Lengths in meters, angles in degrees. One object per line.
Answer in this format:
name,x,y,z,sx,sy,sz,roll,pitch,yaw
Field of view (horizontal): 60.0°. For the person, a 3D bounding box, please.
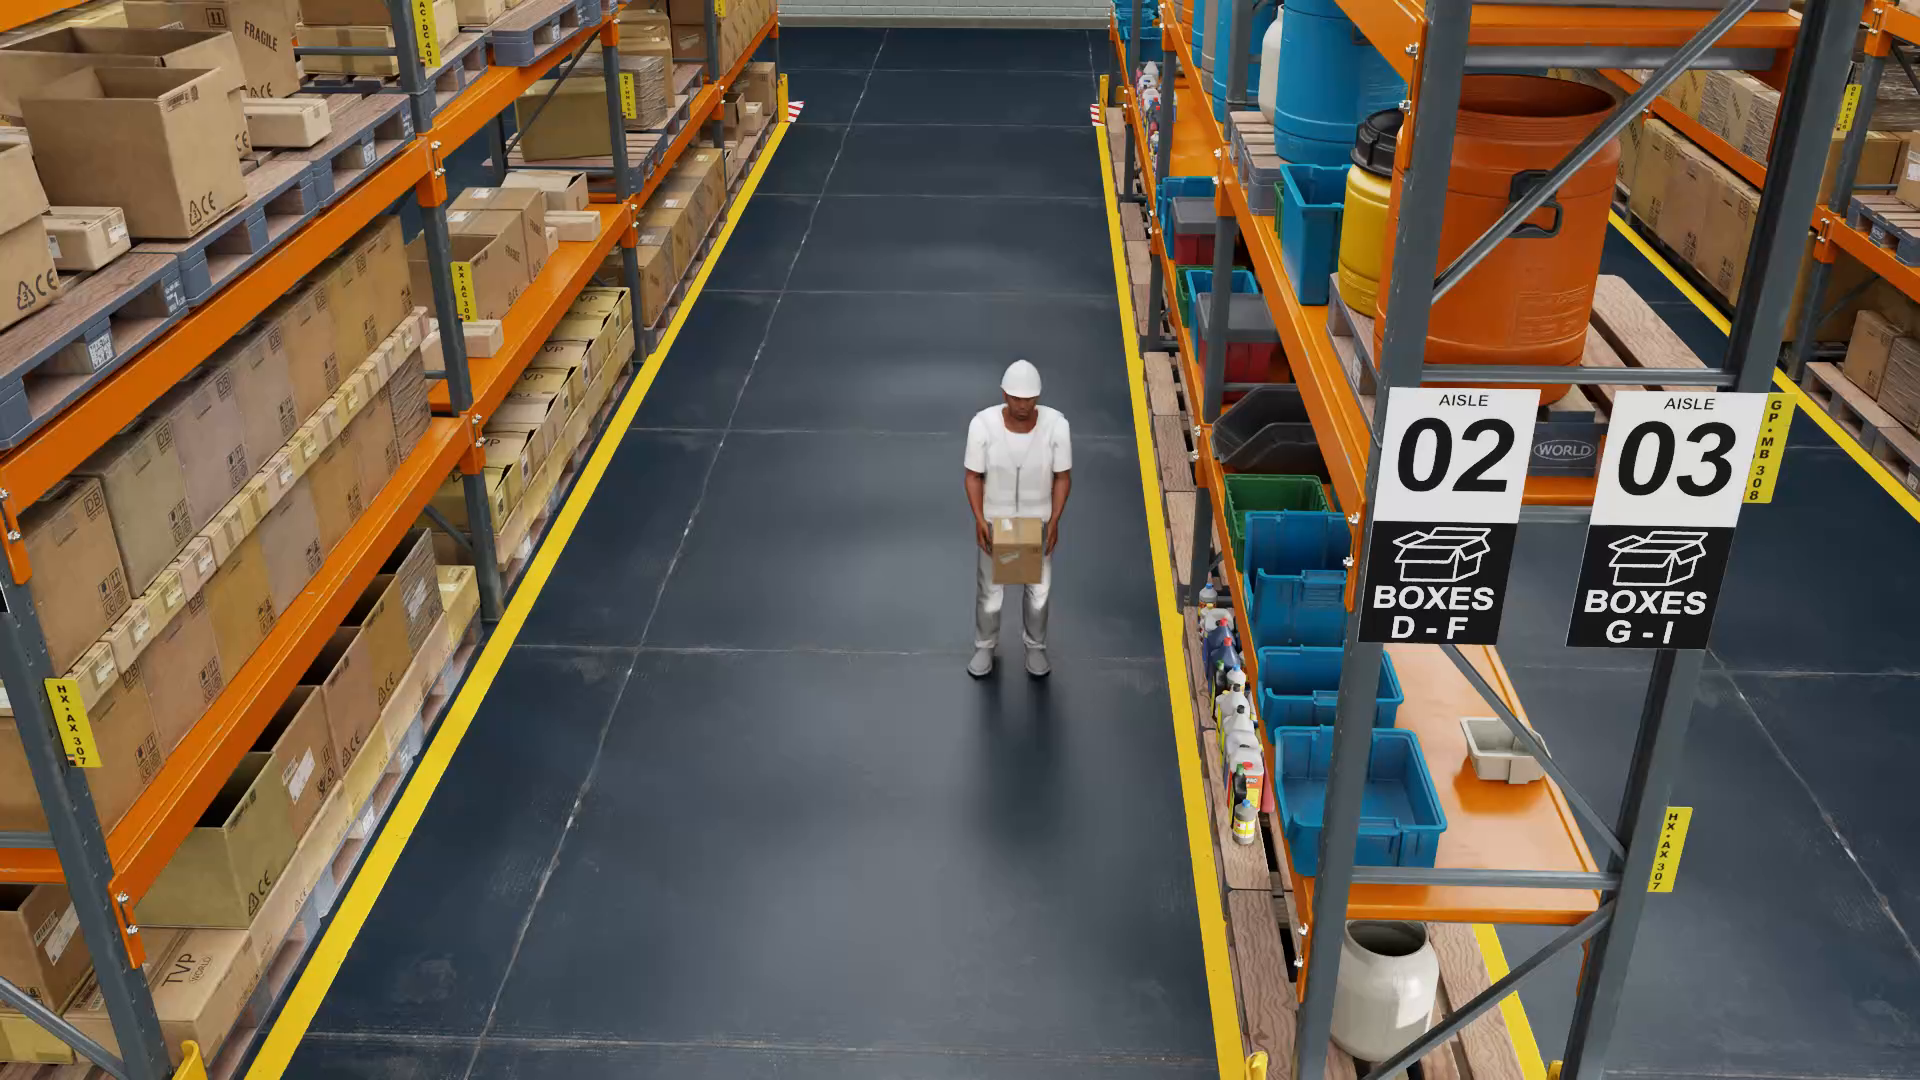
person,0.304,-0.096,8.777,0.569,1.767,0.482,1,28,1
